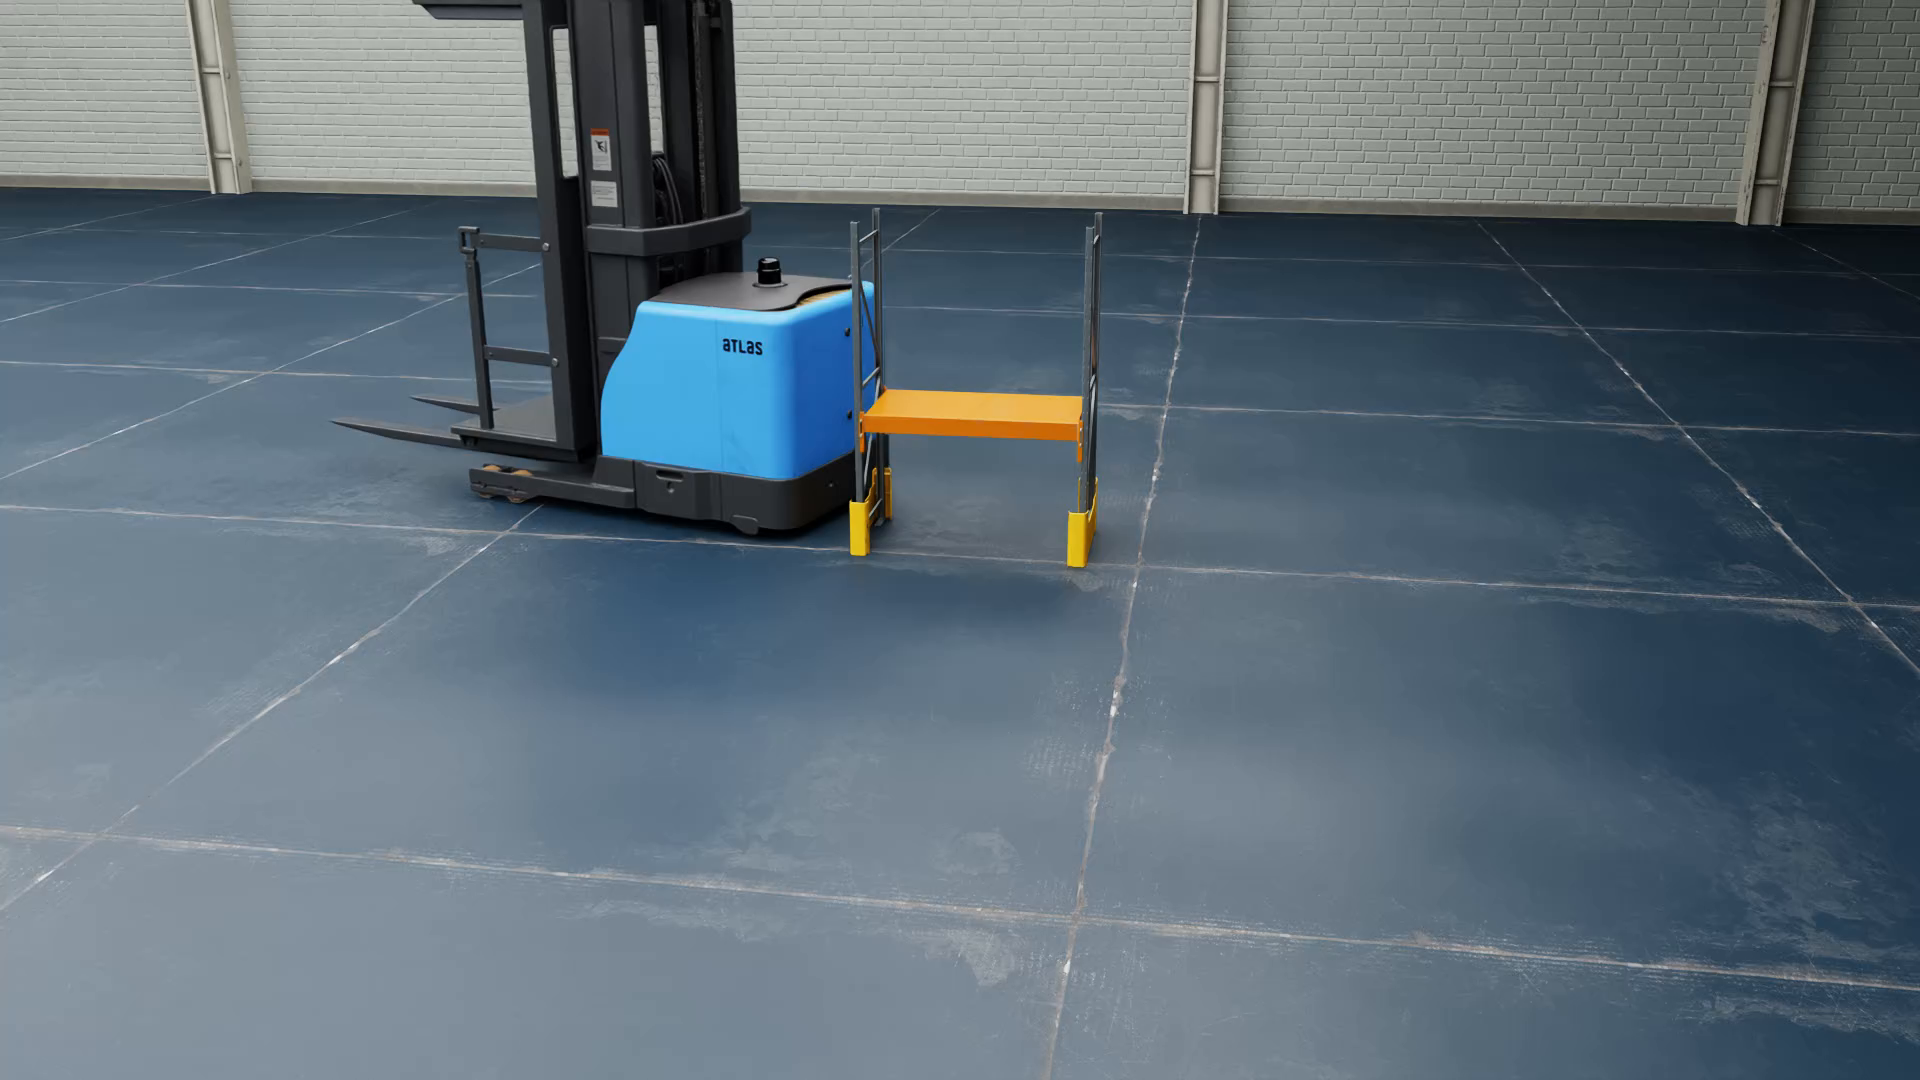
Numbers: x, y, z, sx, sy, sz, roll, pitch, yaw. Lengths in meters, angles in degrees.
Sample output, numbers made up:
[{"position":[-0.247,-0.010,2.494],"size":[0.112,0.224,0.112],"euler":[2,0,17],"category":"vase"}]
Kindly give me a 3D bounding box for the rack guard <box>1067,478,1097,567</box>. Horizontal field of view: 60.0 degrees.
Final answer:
[{"position":[0.567,-0.090,7.677],"size":[0.087,0.250,0.587],"euler":[3,19,9],"category":"rack guard"}]

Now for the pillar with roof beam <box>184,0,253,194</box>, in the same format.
[{"position":[-9.778,-7.265,15.334],"size":[0.400,9.000,9.100],"euler":[3,19,9],"category":"pillar with roof beam"}]

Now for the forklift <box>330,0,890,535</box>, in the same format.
[{"position":[-1.917,-1.714,8.307],"size":[3.031,2.935,1.130],"euler":[9,20,24],"category":"forklift"}]

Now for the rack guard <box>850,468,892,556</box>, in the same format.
[{"position":[-0.416,-0.140,7.827],"size":[0.087,0.250,0.587],"euler":[3,19,9],"category":"rack guard"}]

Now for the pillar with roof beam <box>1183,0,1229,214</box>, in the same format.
[{"position":[2.070,-6.661,13.529],"size":[0.400,9.000,9.100],"euler":[3,19,9],"category":"pillar with roof beam"}]

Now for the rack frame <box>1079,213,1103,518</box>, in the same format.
[{"position":[0.586,-0.681,7.476],"size":[0.032,1.500,0.500],"euler":[3,19,9],"category":"rack frame"}]

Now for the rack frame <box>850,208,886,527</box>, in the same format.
[{"position":[-0.418,-0.733,7.629],"size":[0.032,1.500,0.500],"euler":[3,19,9],"category":"rack frame"}]

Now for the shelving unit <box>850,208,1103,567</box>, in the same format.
[{"position":[0.075,-0.707,7.554],"size":[1.083,1.500,0.587],"euler":[3,19,9],"category":"shelving unit"}]

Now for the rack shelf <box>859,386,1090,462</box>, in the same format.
[{"position":[0.084,-0.536,7.609],"size":[1.000,0.185,0.538],"euler":[3,19,9],"category":"rack shelf"}]

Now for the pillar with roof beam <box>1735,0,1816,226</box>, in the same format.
[{"position":[7.994,-6.359,12.627],"size":[0.400,9.000,9.100],"euler":[3,19,9],"category":"pillar with roof beam"}]
